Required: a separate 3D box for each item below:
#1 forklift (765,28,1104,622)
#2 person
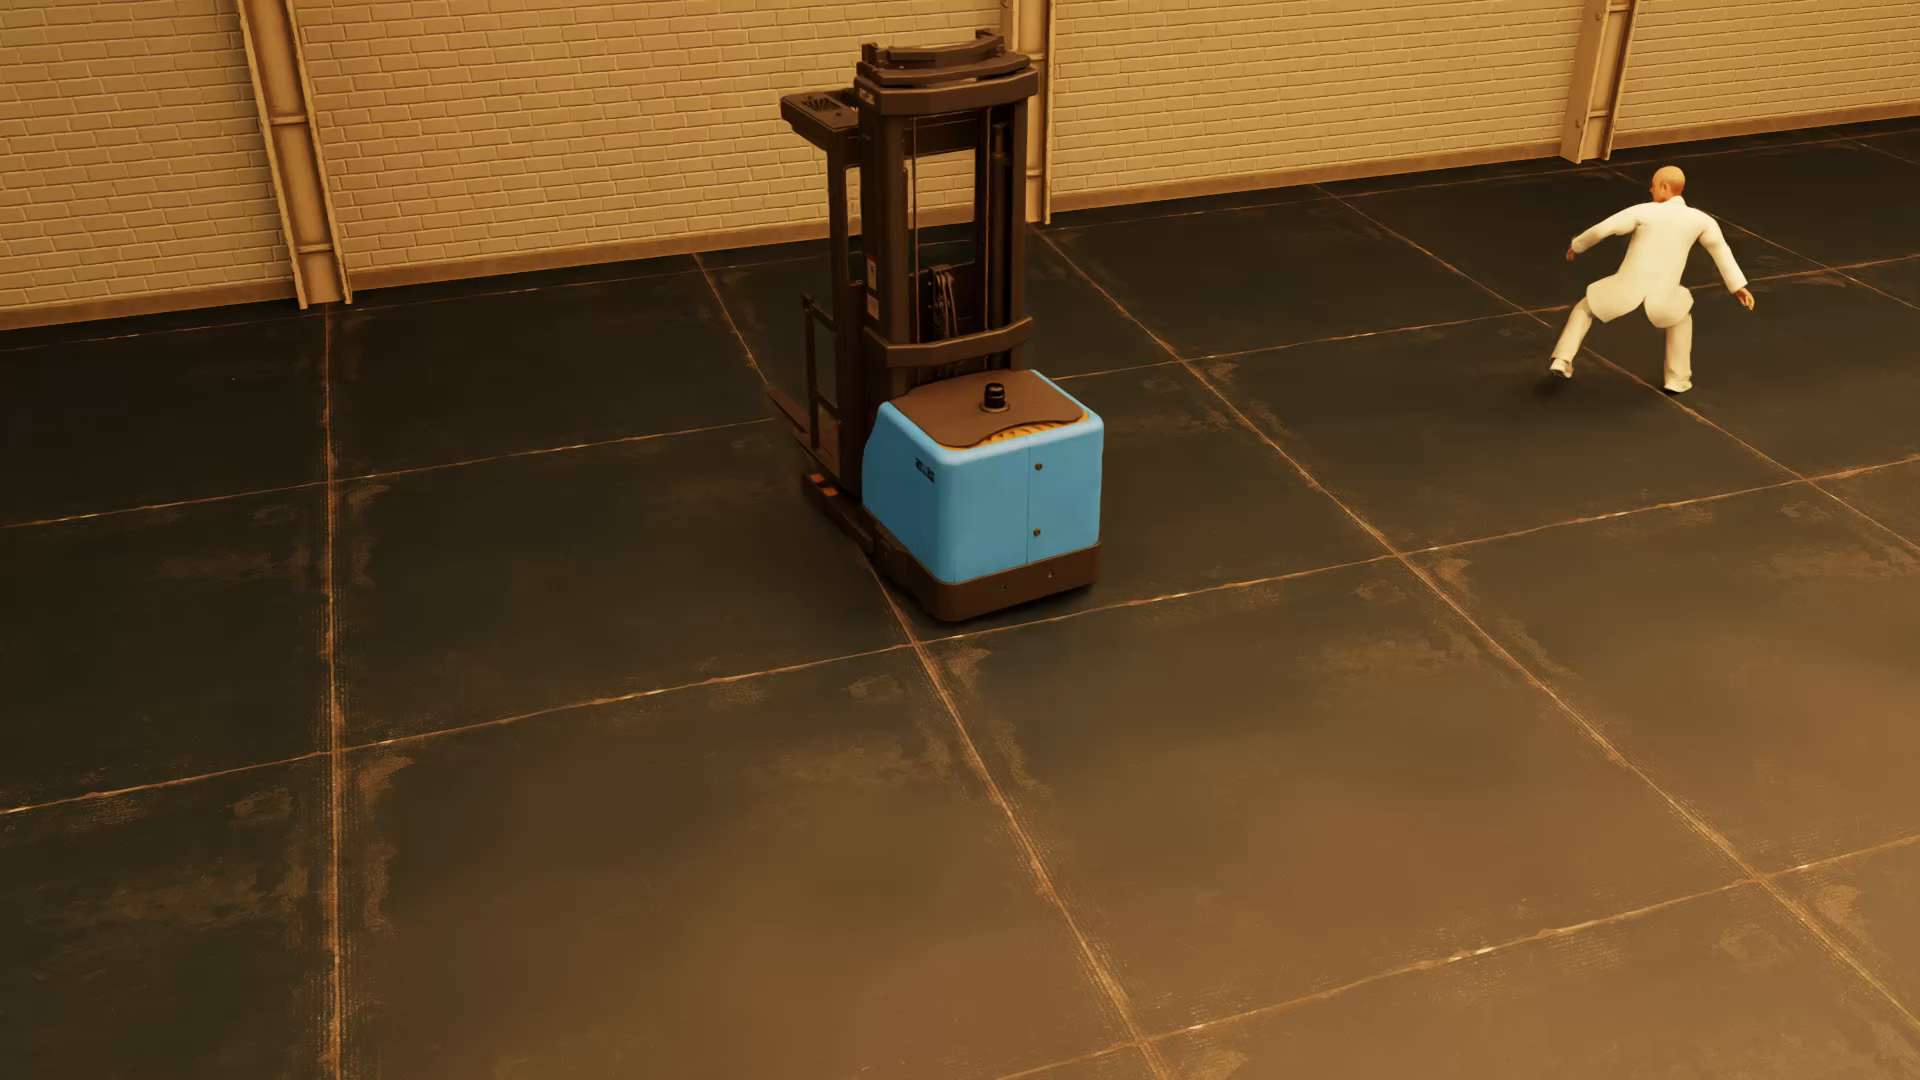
[{"bbox_3d":[-0.335,-1.531,9.748,1.130,2.935,3.031,-15,33,-24],"label":"forklift"},{"bbox_3d":[4.811,-1.737,11.501,1.223,1.674,0.569,8,31,13],"label":"person"}]
